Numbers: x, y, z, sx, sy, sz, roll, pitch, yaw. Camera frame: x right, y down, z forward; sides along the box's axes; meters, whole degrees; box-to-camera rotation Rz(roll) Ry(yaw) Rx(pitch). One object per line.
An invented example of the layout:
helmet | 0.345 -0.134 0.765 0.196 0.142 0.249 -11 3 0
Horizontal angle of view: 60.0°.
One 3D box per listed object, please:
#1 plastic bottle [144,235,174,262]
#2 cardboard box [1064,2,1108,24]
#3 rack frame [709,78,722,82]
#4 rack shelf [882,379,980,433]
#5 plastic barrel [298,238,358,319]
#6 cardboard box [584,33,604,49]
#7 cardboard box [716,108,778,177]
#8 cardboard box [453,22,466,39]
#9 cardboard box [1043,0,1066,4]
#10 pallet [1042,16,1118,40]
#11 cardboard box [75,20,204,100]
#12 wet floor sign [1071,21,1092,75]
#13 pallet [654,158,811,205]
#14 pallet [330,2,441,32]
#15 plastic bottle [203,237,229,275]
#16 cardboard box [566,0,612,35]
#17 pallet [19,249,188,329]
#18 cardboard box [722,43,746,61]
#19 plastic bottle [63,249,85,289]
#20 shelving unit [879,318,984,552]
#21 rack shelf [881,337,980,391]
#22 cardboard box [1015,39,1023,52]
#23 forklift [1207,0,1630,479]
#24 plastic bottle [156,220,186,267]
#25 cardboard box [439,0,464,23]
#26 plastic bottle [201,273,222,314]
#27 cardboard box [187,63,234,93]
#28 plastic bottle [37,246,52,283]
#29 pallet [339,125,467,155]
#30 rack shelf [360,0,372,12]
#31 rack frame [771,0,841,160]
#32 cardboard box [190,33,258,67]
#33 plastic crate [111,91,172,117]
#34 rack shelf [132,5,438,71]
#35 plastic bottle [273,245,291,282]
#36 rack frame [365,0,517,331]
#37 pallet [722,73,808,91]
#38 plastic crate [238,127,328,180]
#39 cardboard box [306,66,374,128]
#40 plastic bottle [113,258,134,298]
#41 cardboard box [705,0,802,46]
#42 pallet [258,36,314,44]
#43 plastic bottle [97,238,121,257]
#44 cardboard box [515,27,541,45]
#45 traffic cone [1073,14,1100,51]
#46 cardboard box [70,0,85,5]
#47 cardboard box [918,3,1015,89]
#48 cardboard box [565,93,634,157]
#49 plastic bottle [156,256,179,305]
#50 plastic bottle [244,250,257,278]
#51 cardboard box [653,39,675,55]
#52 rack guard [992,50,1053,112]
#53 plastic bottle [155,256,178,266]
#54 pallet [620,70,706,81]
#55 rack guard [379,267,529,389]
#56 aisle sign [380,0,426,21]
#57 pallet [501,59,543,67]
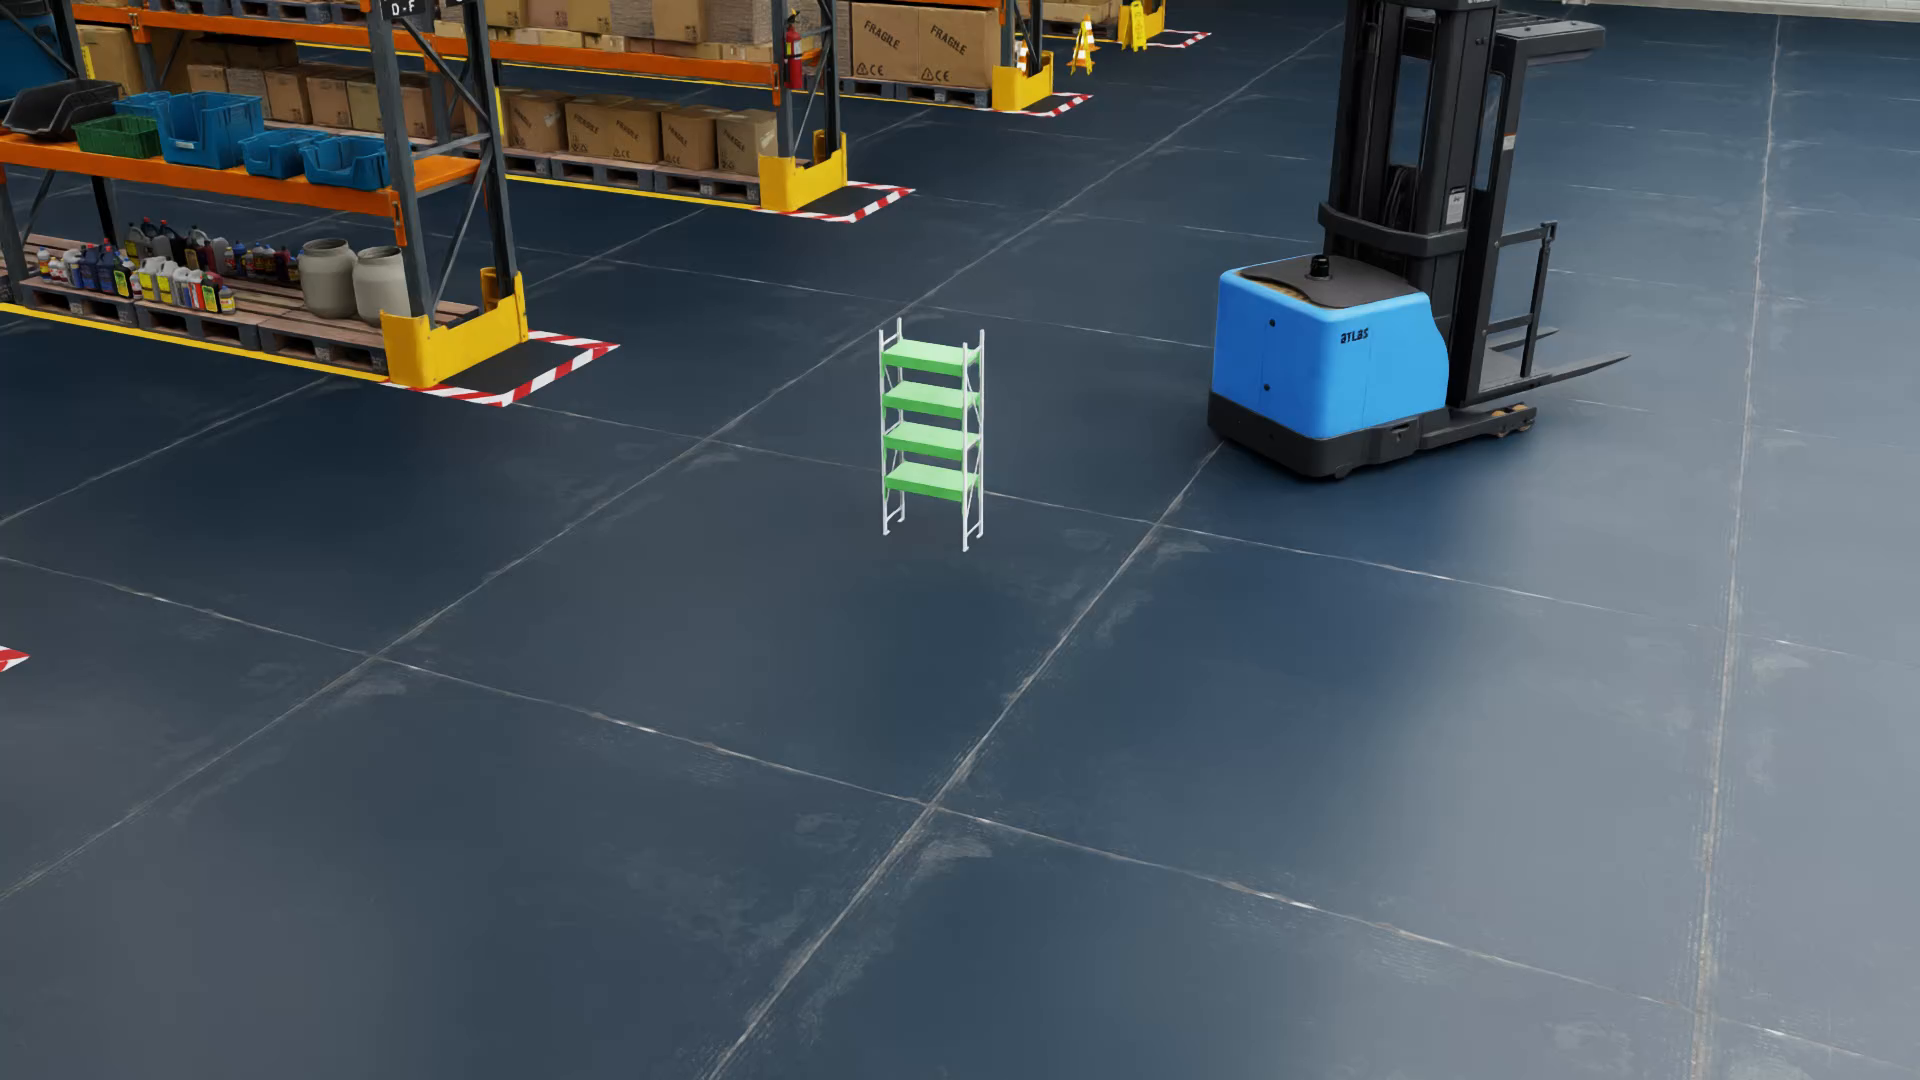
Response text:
plastic bottle | -6.266 -2.247 13.003 0.135 0.276 0.152 11 28 22
cardboard box | 1.817 -7.616 23.961 0.500 0.250 0.500 11 28 22
rack frame | -2.913 -7.340 20.762 0.127 3.000 1.000 11 28 22
rack shelf | -0.151 -0.727 8.969 0.480 0.148 0.258 11 28 22
plastic barrel | -4.554 -1.895 12.044 0.421 0.512 0.421 0 26 0
cardboard box | -3.369 -4.795 15.877 0.250 0.149 0.380 11 28 22
cardboard box | -1.978 -3.821 15.969 0.500 0.500 0.500 17 31 31
cardboard box | -4.764 -5.040 16.376 0.250 0.149 0.380 11 28 22
cardboard box | 1.372 -8.044 23.982 0.500 0.500 0.500 12 29 24
pallet | 1.892 -7.543 24.332 1.213 0.211 1.003 11 28 22
cardboard box | -9.319 -5.465 18.885 0.875 0.875 1.225 10 28 19
wet floor sign | 1.575 -6.343 21.403 0.232 0.644 0.267 6 27 13
pallet | -2.211 -3.558 16.238 1.213 0.211 1.003 11 28 22
pallet | -5.693 -5.476 17.194 1.213 0.211 1.003 11 28 22
plastic bottle | -5.787 -2.221 12.950 0.135 0.276 0.152 12 29 23
cardboard box | -3.298 -5.171 15.907 0.500 0.500 0.875 11 28 22
pallet | -6.514 -1.982 13.037 1.213 0.211 1.003 11 28 22
cardboard box | -1.989 -4.535 15.350 0.250 0.149 0.380 11 28 22
plastic bottle | -6.694 -2.065 12.635 0.135 0.276 0.152 12 29 24
shelving unit | -0.151 -0.569 9.046 0.503 1.200 0.258 11 28 22
rack shelf | -0.151 -0.942 8.863 0.480 0.148 0.258 11 28 22
cardboard box | 0.657 -6.766 22.824 0.380 0.149 0.250 -18 31 -31
forklift | 3.096 -2.152 10.304 3.031 2.935 1.130 -15 30 -28
plastic bottle | -6.228 -2.345 13.117 0.185 0.351 0.144 10 28 19
cardboard box | -4.674 -5.435 16.444 0.500 0.500 0.875 11 28 22
plastic bottle | -5.434 -1.794 12.074 0.133 0.283 0.061 12 29 23
cardboard box | -8.081 -5.057 18.457 0.500 0.500 0.700 10 28 19
plastic bottle | -6.999 -2.111 12.733 0.097 0.271 0.097 0 26 0
pallet | -5.767 -4.255 17.653 1.213 0.211 1.003 11 28 22
rack shelf | -5.287 -4.030 11.458 4.000 0.370 1.077 11 28 22
rack frame | -1.417 -4.633 15.264 0.127 3.000 1.000 11 28 22
cardboard box | -8.077 -5.397 18.300 0.500 0.250 0.500 13 29 24
plastic crate | -5.988 -3.213 12.548 0.616 0.251 0.499 11 28 22
rack shelf | -6.878 -5.407 17.651 4.000 0.370 1.077 11 28 22
plastic bottle | -5.187 -2.125 12.748 0.133 0.283 0.061 12 29 23
rack frame | -3.467 -2.641 11.219 0.127 3.000 1.000 11 28 22
pallet | -2.253 -5.918 21.032 1.213 0.211 1.003 11 28 22
plastic crate | -4.635 -2.667 11.439 0.408 0.251 0.499 11 28 22
cardboard box | -6.544 -4.758 17.850 0.500 0.500 0.700 9 28 17
plastic bottle | -6.240 -1.955 12.403 0.133 0.283 0.061 13 29 24
cardboard box | -1.906 -4.923 15.403 0.500 0.500 0.875 11 28 22
pallet | -9.486 -7.410 24.061 1.213 0.211 1.003 11 28 22
plastic bottle | -6.485 -2.125 12.671 0.185 0.351 0.144 11 28 22
cardboard box | -4.083 -4.901 16.094 0.250 0.149 0.380 11 28 22
traffic cone | 1.760 -7.039 23.024 0.334 0.463 0.336 11 28 22
cardboard box | -9.702 -6.224 18.383 0.500 0.500 0.500 11 28 21
cardboard box | 0.084 -5.941 19.851 0.875 0.875 0.875 12 28 22
cardboard box | -3.588 -4.158 16.654 0.500 0.500 0.500 9 28 17
plastic bottle | -5.817 -1.921 12.256 0.185 0.351 0.144 13 29 24
plastic bottle | -5.481 -2.139 12.869 0.097 0.201 0.097 0 26 0
cardboard box | -2.669 -4.674 15.633 0.250 0.149 0.380 11 28 22
rack guard | 0.751 -5.483 19.820 0.348 0.500 1.175 11 28 22
plastic bottle | -5.948 -1.985 12.472 0.135 0.276 0.152 11 28 22
pallet | -3.646 -6.200 21.603 1.213 0.211 1.003 11 28 22
rack guard | -3.555 -1.515 11.761 0.348 0.500 1.175 11 28 22
aisle sign | -3.524 -3.675 10.375 0.004 0.787 0.394 11 28 22
pallet | -5.867 -6.646 22.510 1.213 0.211 1.003 11 28 22
